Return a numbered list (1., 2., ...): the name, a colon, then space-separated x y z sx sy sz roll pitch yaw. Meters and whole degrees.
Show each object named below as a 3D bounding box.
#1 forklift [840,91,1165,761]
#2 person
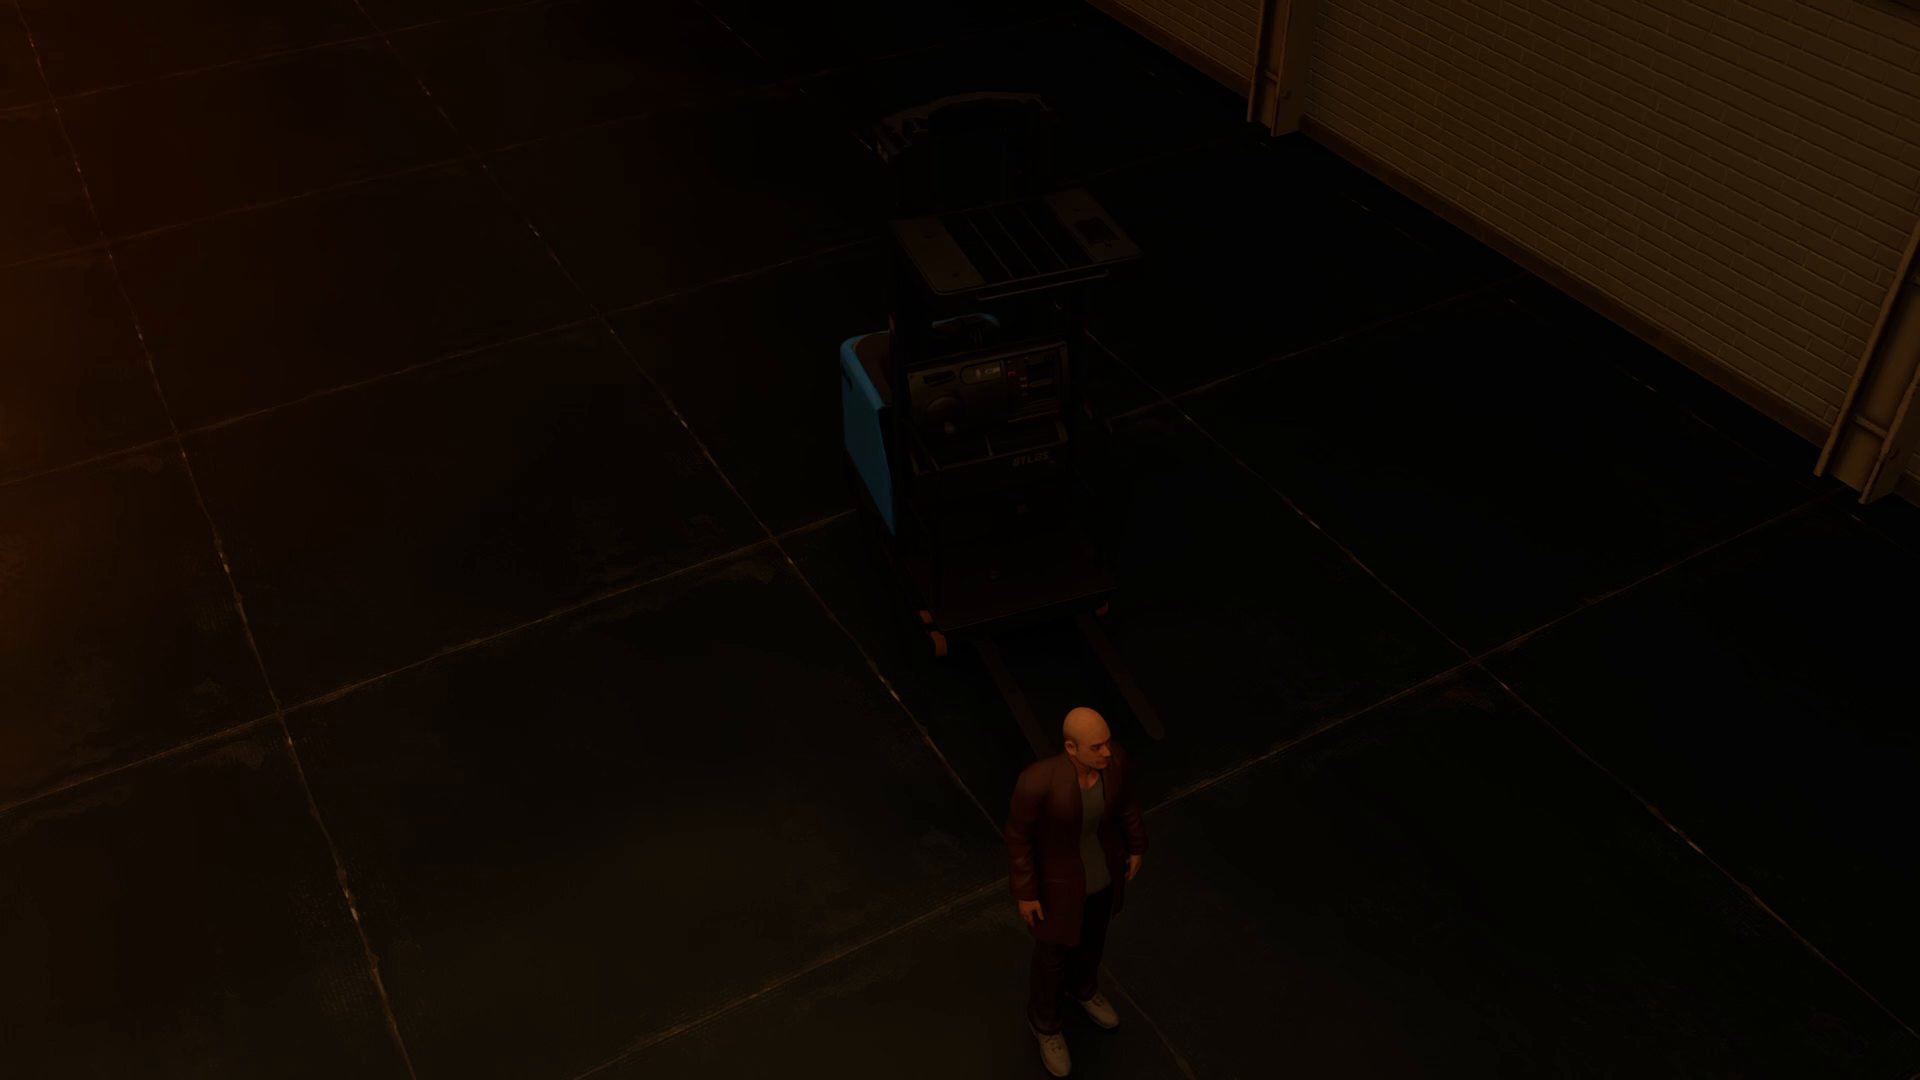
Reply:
1. forklift: 0.240 -0.753 8.943 1.130 2.935 3.031 -13 42 -16
2. person: 0.557 1.486 7.141 0.693 1.780 0.572 -21 44 -23
